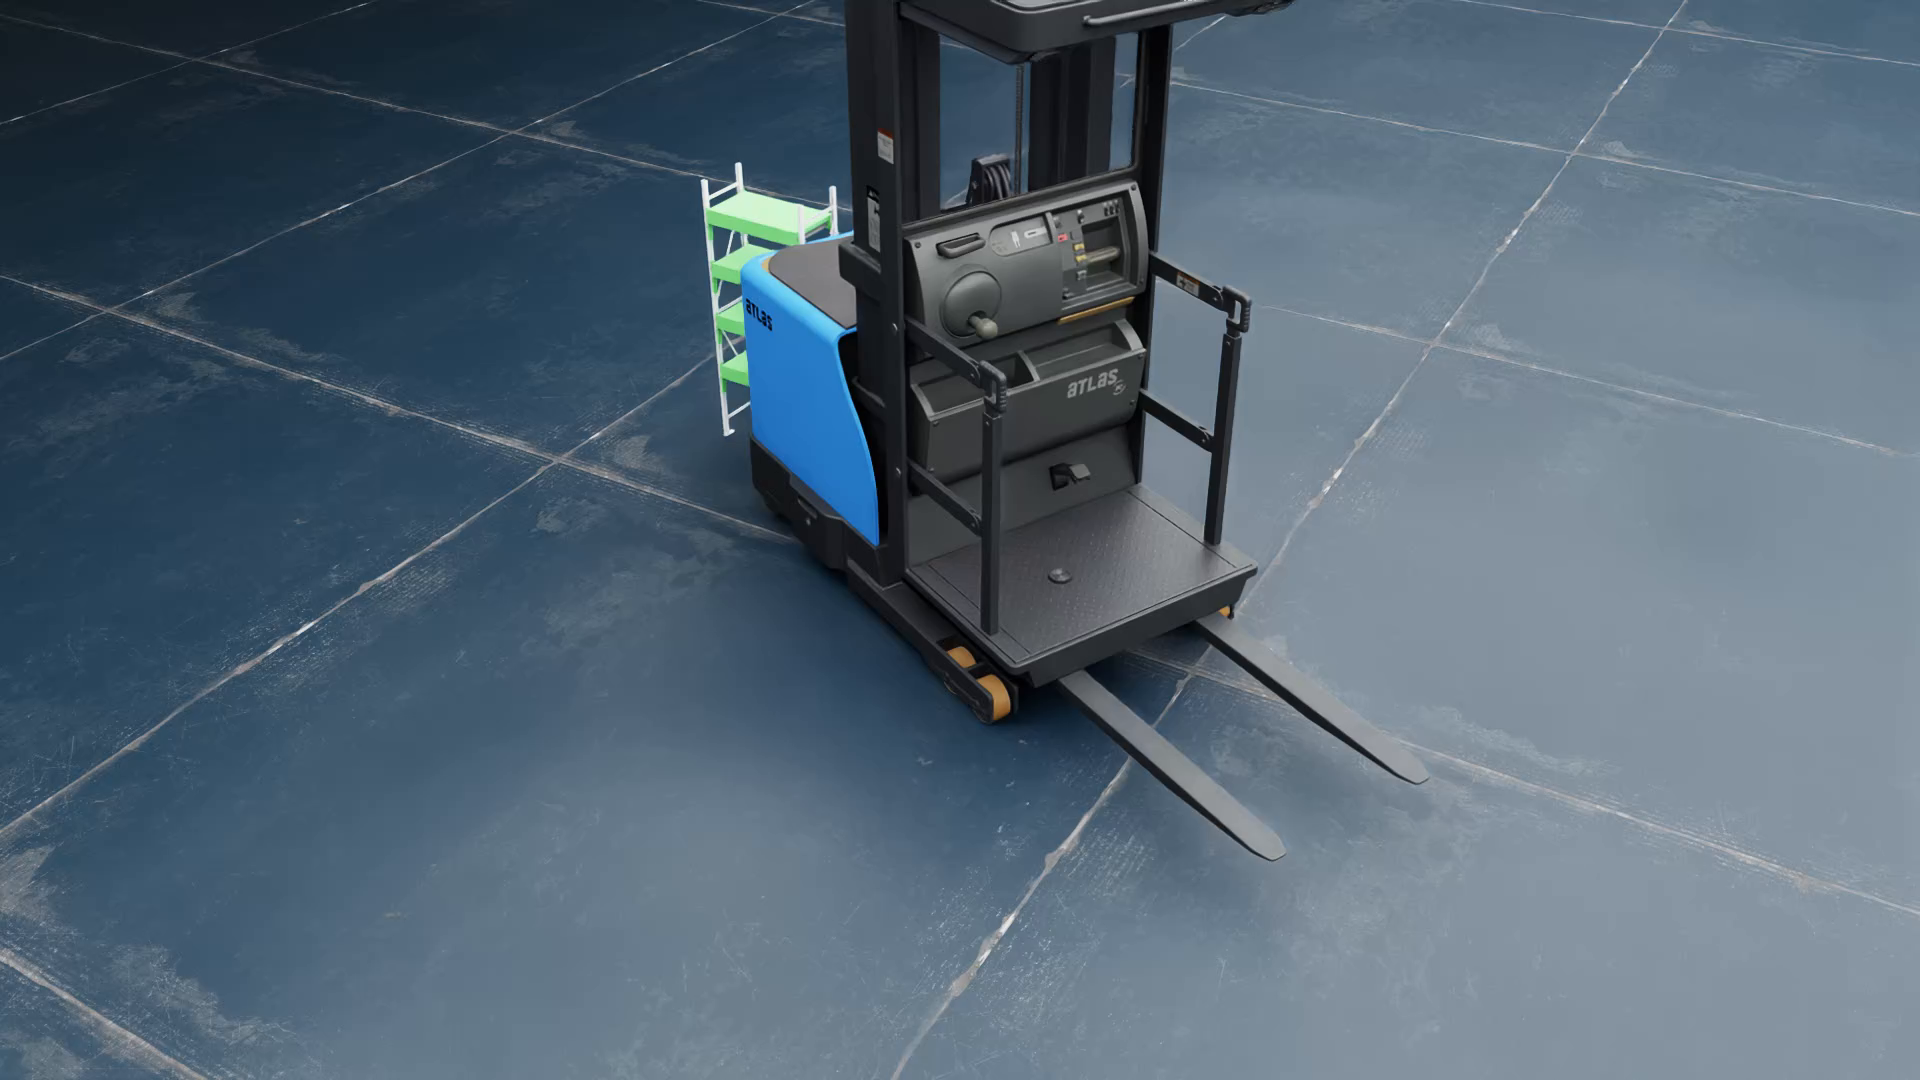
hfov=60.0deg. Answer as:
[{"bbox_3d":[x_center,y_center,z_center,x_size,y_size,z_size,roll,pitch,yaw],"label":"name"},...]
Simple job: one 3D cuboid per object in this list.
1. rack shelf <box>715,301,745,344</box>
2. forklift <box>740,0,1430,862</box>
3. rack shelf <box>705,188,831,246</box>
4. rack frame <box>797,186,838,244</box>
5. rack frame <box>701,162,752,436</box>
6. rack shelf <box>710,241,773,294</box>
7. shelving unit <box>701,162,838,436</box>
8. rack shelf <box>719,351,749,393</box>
[{"bbox_3d":[-0.780,-0.896,7.129,0.480,0.148,0.258,19,38,27],"label":"rack shelf"},{"bbox_3d":[0.364,-0.885,5.435,1.130,2.935,3.031,-20,39,-27],"label":"forklift"},{"bbox_3d":[-0.780,-1.296,6.862,0.480,0.148,0.258,19,38,27],"label":"rack shelf"},{"bbox_3d":[-0.574,-0.877,6.984,0.015,1.200,0.240,19,38,27],"label":"rack frame"},{"bbox_3d":[-0.986,-1.022,7.202,0.015,1.200,0.240,19,38,27],"label":"rack frame"},{"bbox_3d":[-0.780,-1.096,6.996,0.480,0.148,0.258,19,38,27],"label":"rack shelf"},{"bbox_3d":[-0.780,-0.949,7.093,0.503,1.200,0.258,19,38,27],"label":"shelving unit"},{"bbox_3d":[-0.780,-0.696,7.262,0.480,0.148,0.258,19,38,27],"label":"rack shelf"}]
